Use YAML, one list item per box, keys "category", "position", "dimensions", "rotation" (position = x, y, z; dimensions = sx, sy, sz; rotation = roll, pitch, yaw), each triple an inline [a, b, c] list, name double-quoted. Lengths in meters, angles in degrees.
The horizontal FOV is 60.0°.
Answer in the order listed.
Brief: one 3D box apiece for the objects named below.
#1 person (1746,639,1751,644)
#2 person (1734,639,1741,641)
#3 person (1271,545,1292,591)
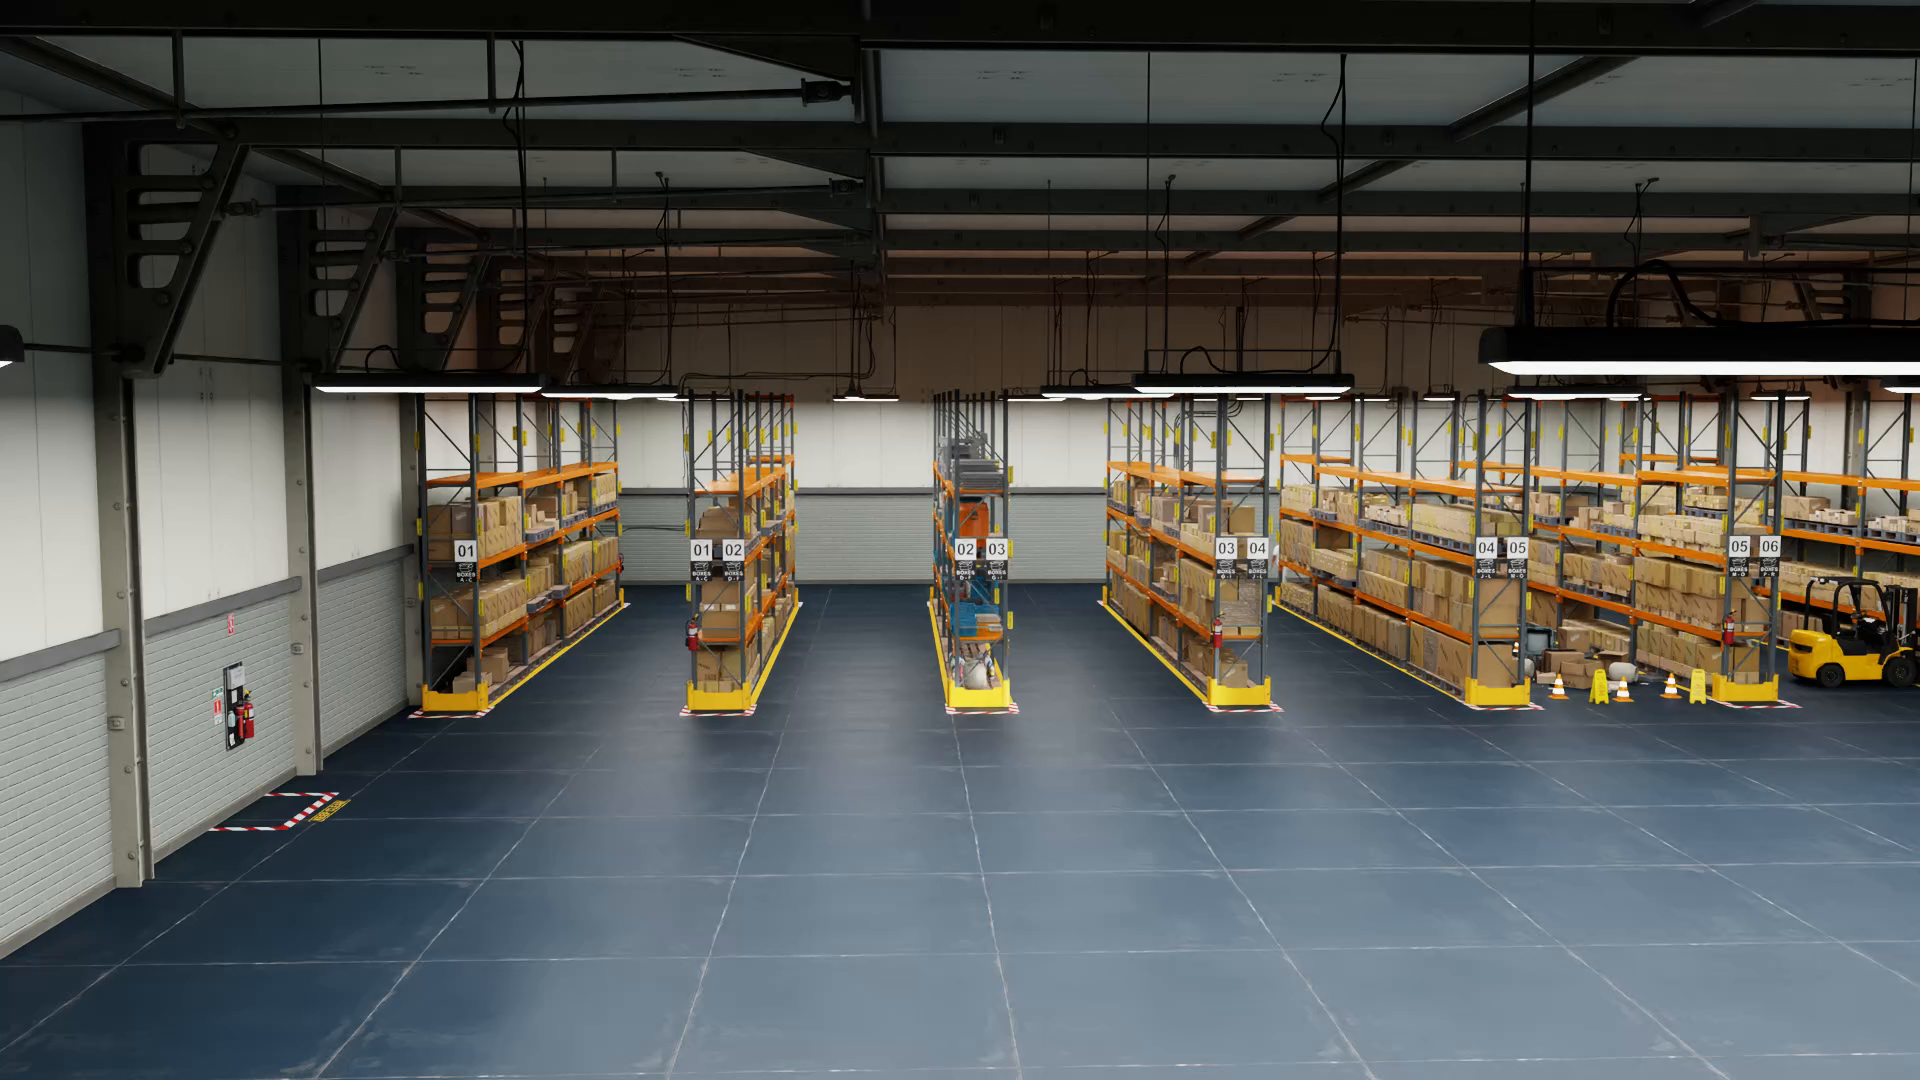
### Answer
- category: "person"
  position: [18.390, 1.723, 39.012]
  dimensions: [0.472, 1.706, 0.527]
  rotation: [-2, 5, -19]
- category: "person"
  position: [16.884, 1.922, 36.165]
  dimensions: [0.585, 1.716, 0.726]
  rotation: [-1, 5, -15]
- category: "person"
  position: [9.771, 0.734, 50.407]
  dimensions: [0.604, 1.698, 1.098]
  rotation: [3, 6, 32]
